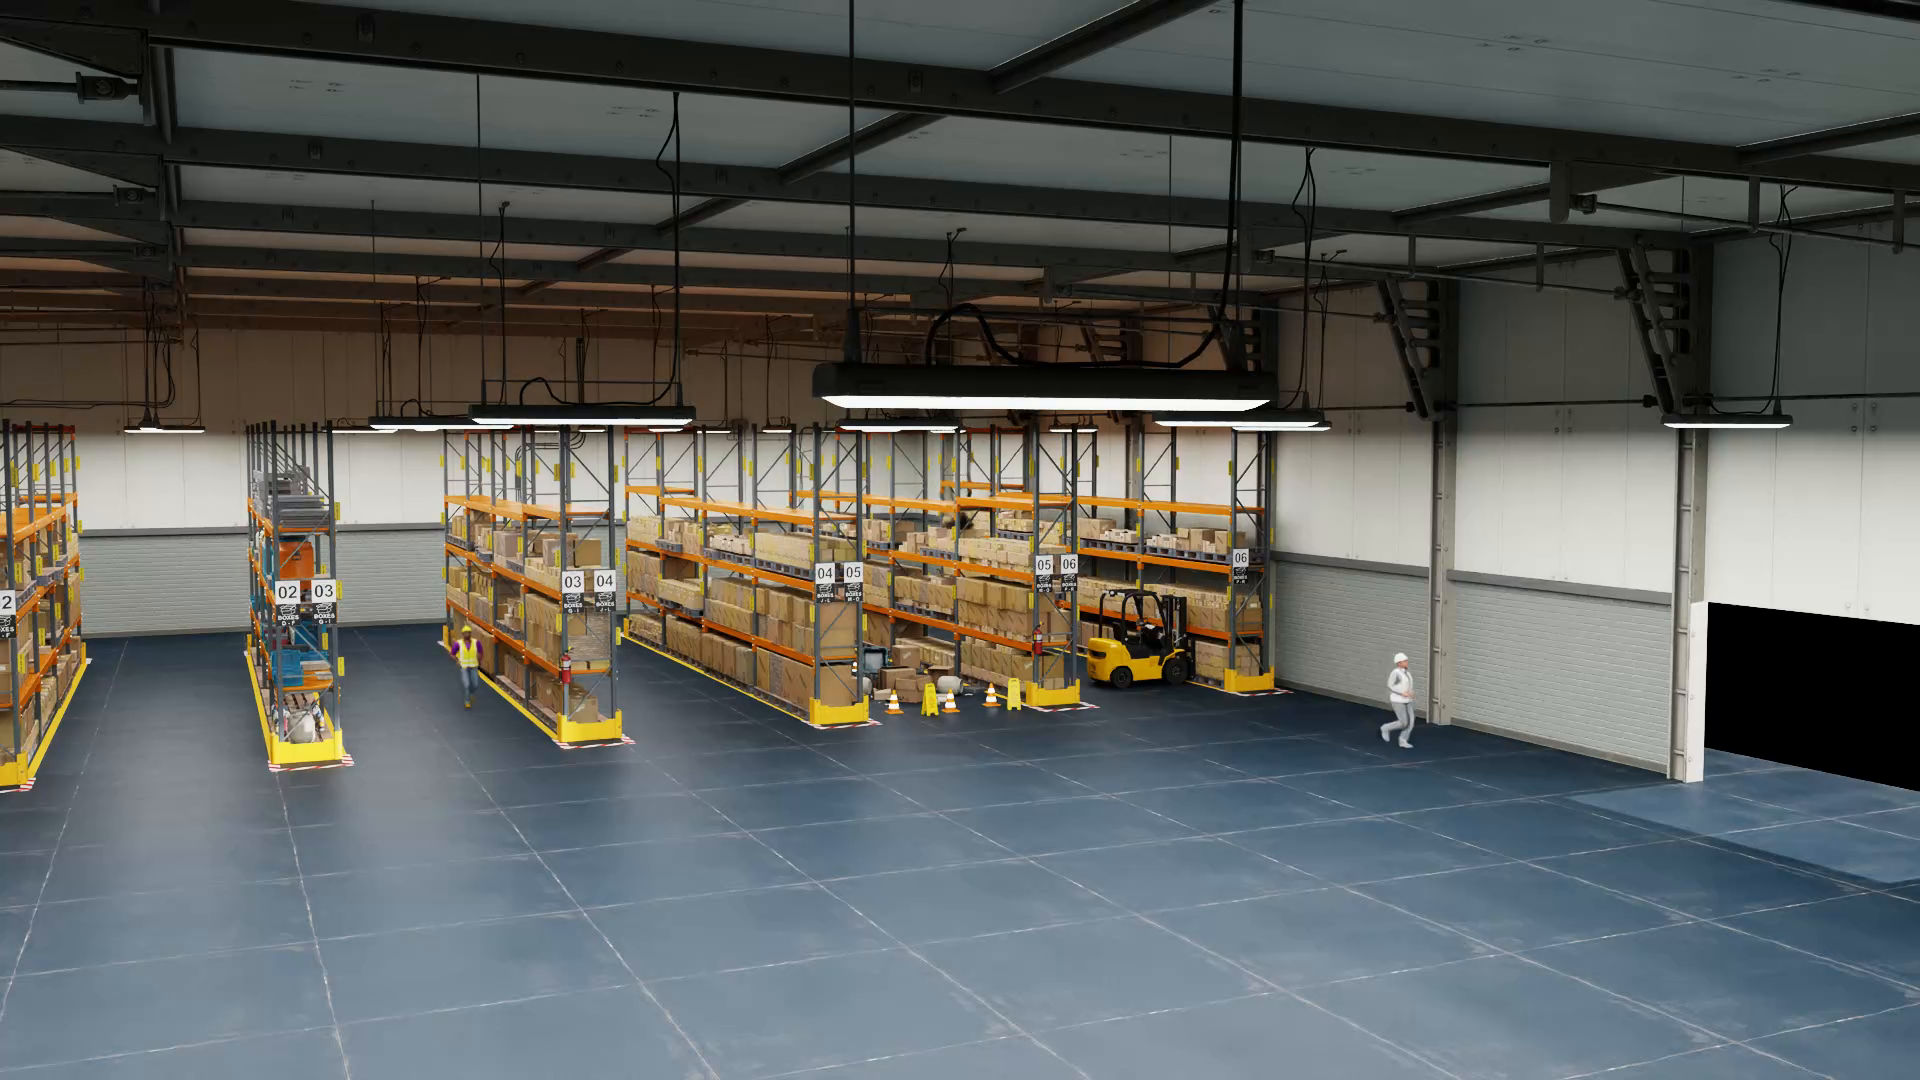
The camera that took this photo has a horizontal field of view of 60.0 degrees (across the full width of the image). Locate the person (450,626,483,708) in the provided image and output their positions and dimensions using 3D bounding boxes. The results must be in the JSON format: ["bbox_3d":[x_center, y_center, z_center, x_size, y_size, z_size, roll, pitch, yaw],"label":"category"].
[{"bbox_3d":[-10.368,2.674,35.020,0.696,1.716,0.605,-2,4,-27],"label":"person"}]

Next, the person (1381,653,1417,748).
[{"bbox_3d":[8.093,2.943,30.574,0.660,1.730,0.658,-4,5,-45],"label":"person"}]

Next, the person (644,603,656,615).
[{"bbox_3d":[-9.247,1.781,49.454,0.583,1.691,0.901,3,5,44],"label":"person"}]

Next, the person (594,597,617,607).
[{"bbox_3d":[-9.486,2.100,44.329,0.640,1.760,0.843,-1,4,-17],"label":"person"}]
